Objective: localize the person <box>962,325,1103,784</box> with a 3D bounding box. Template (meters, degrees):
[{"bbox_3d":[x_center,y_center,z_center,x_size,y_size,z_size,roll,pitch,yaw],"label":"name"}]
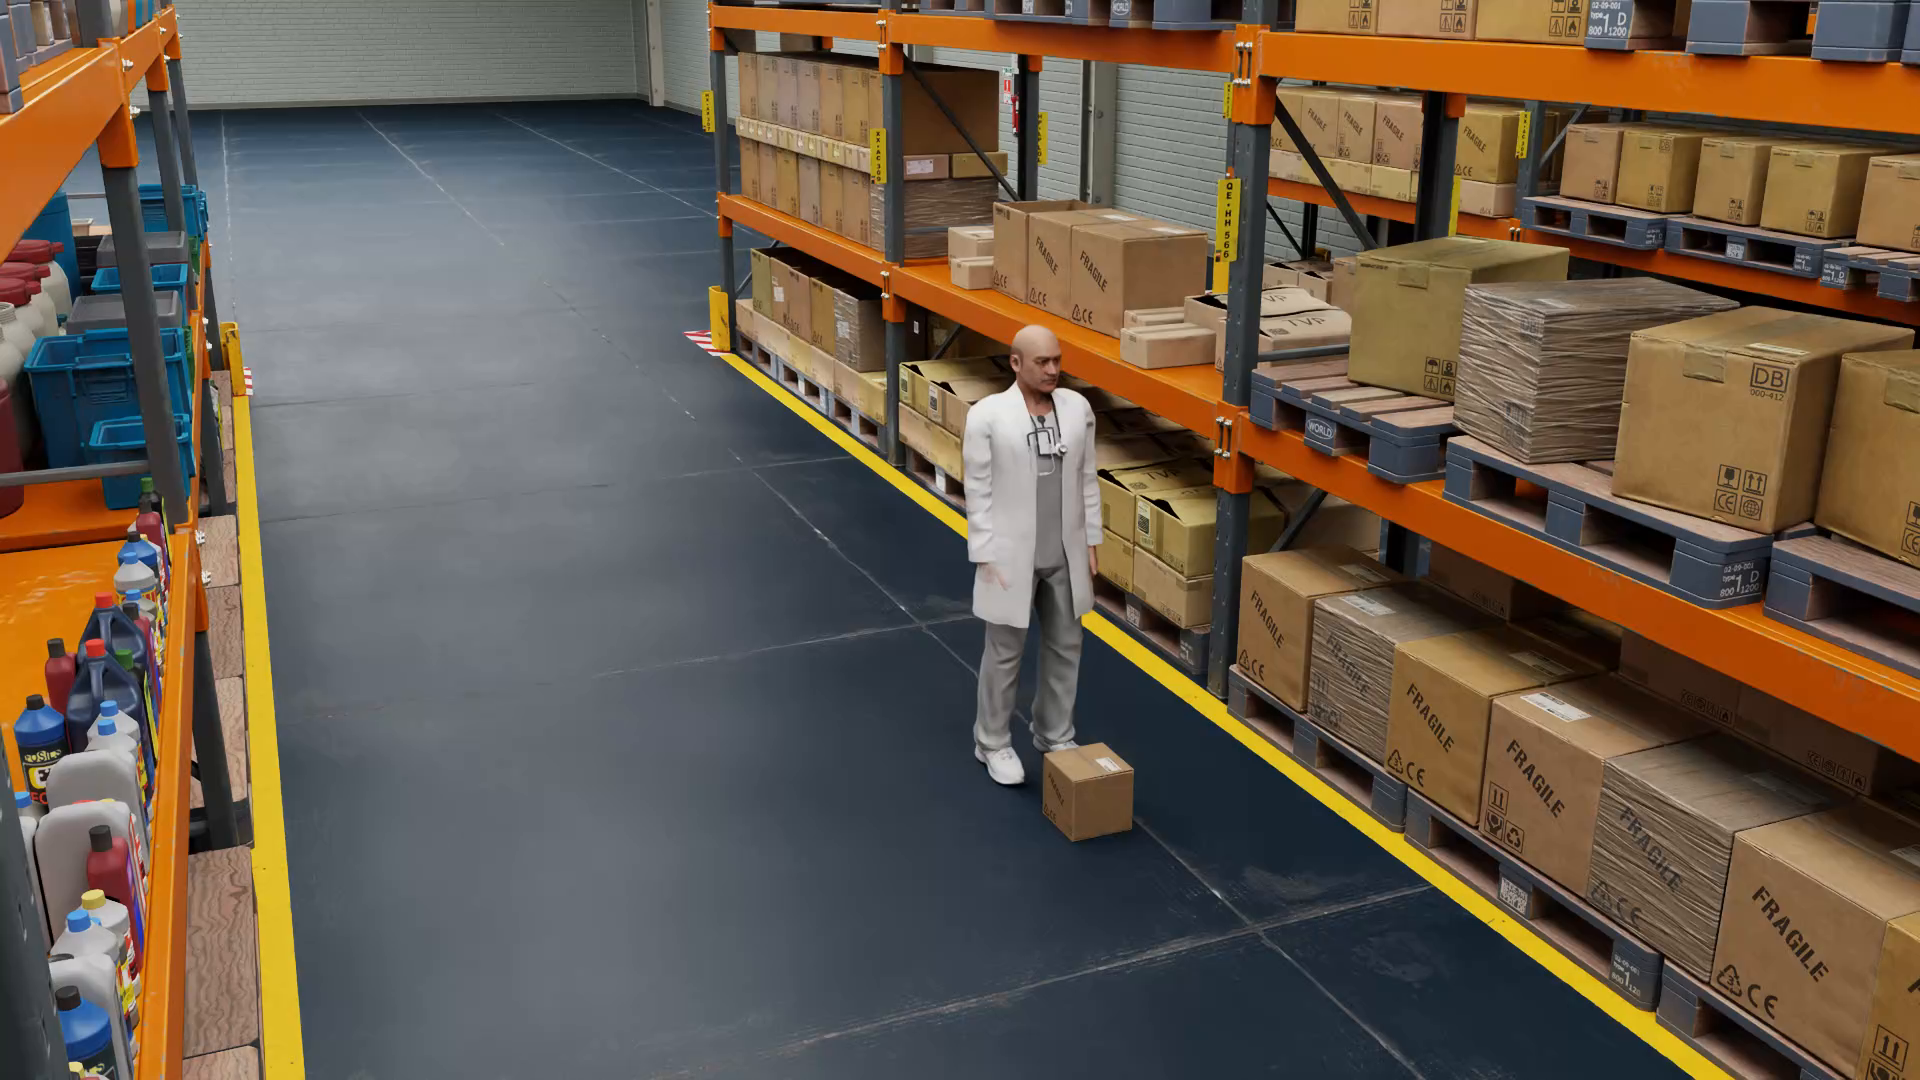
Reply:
[{"bbox_3d":[0.299,0.061,6.406,0.561,1.780,0.385,-7,20,-21],"label":"person"}]
